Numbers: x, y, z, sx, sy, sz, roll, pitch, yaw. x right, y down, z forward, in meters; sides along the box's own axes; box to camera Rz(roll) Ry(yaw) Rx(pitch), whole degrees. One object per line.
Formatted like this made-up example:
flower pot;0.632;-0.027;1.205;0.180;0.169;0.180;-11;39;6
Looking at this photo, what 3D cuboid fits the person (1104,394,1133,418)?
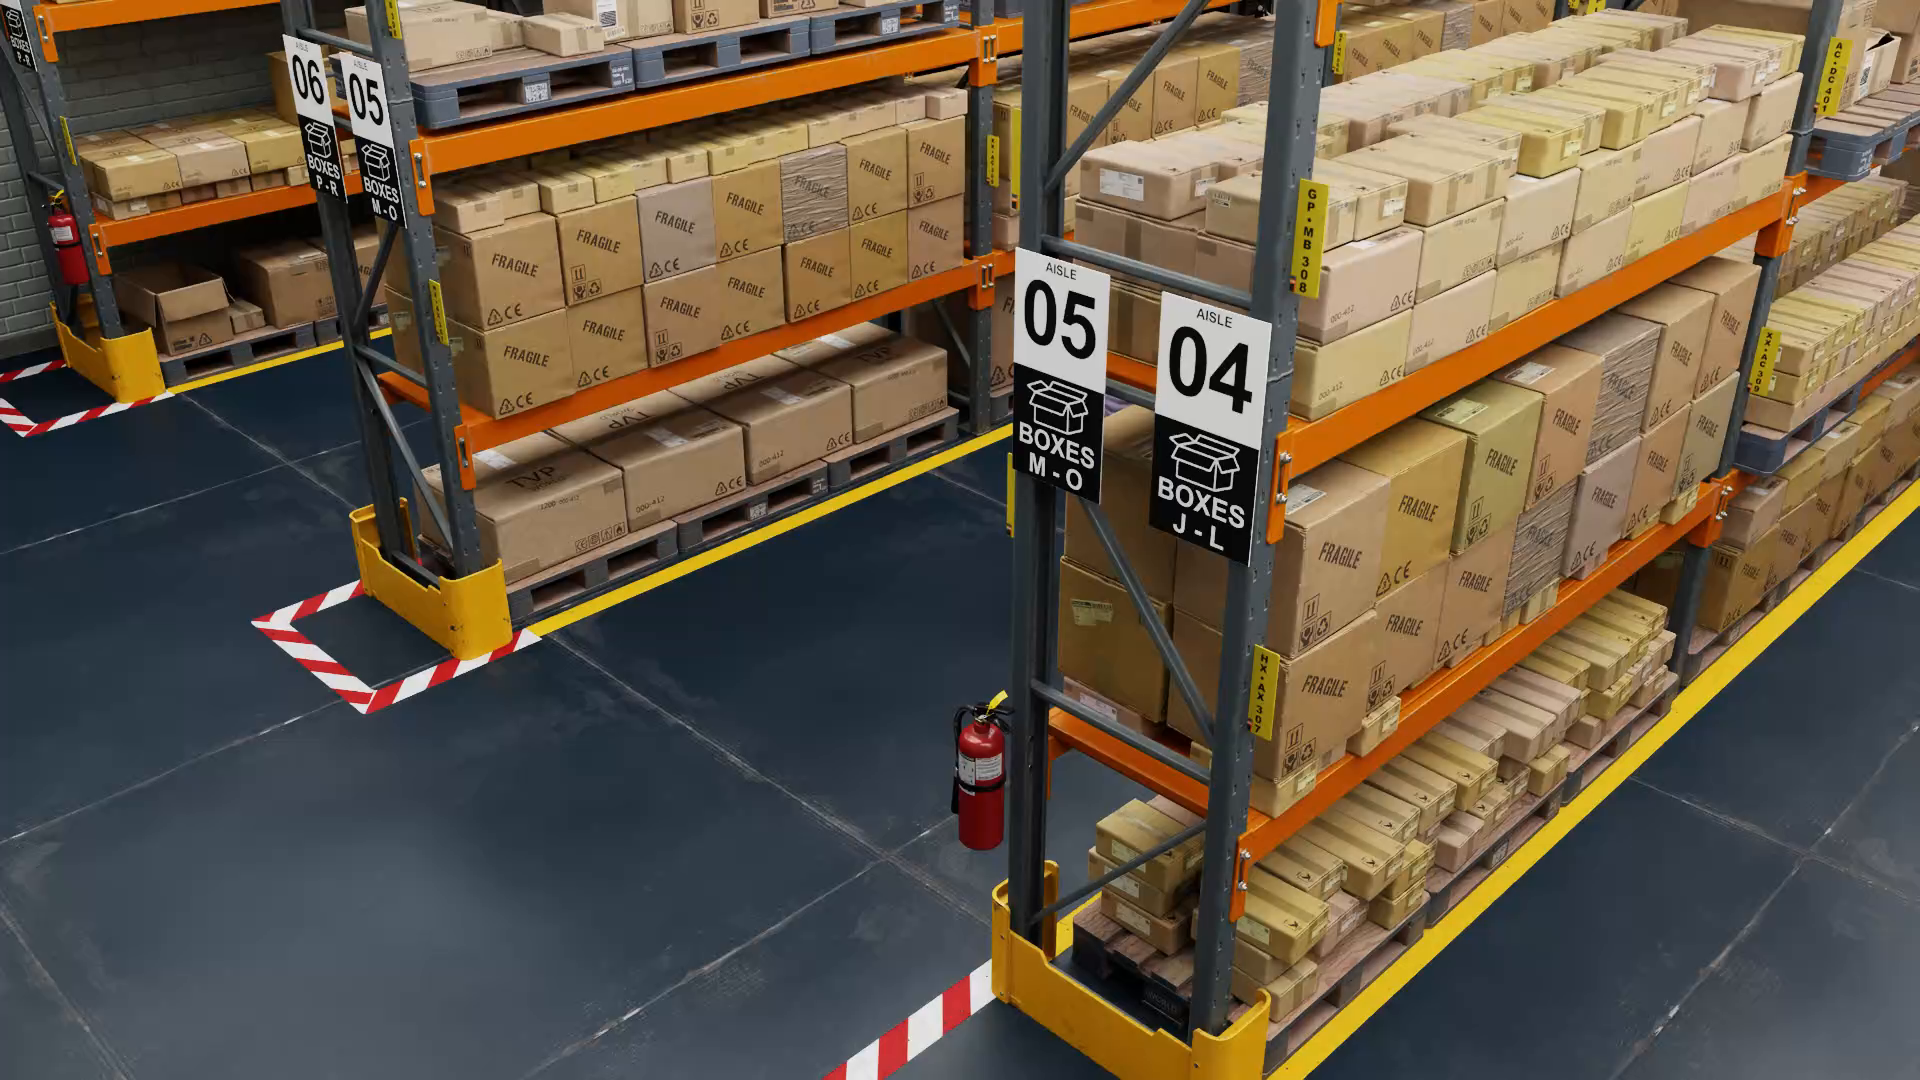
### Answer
person;0.936;-0.524;9.633;0.539;1.638;0.370;25;37;39
